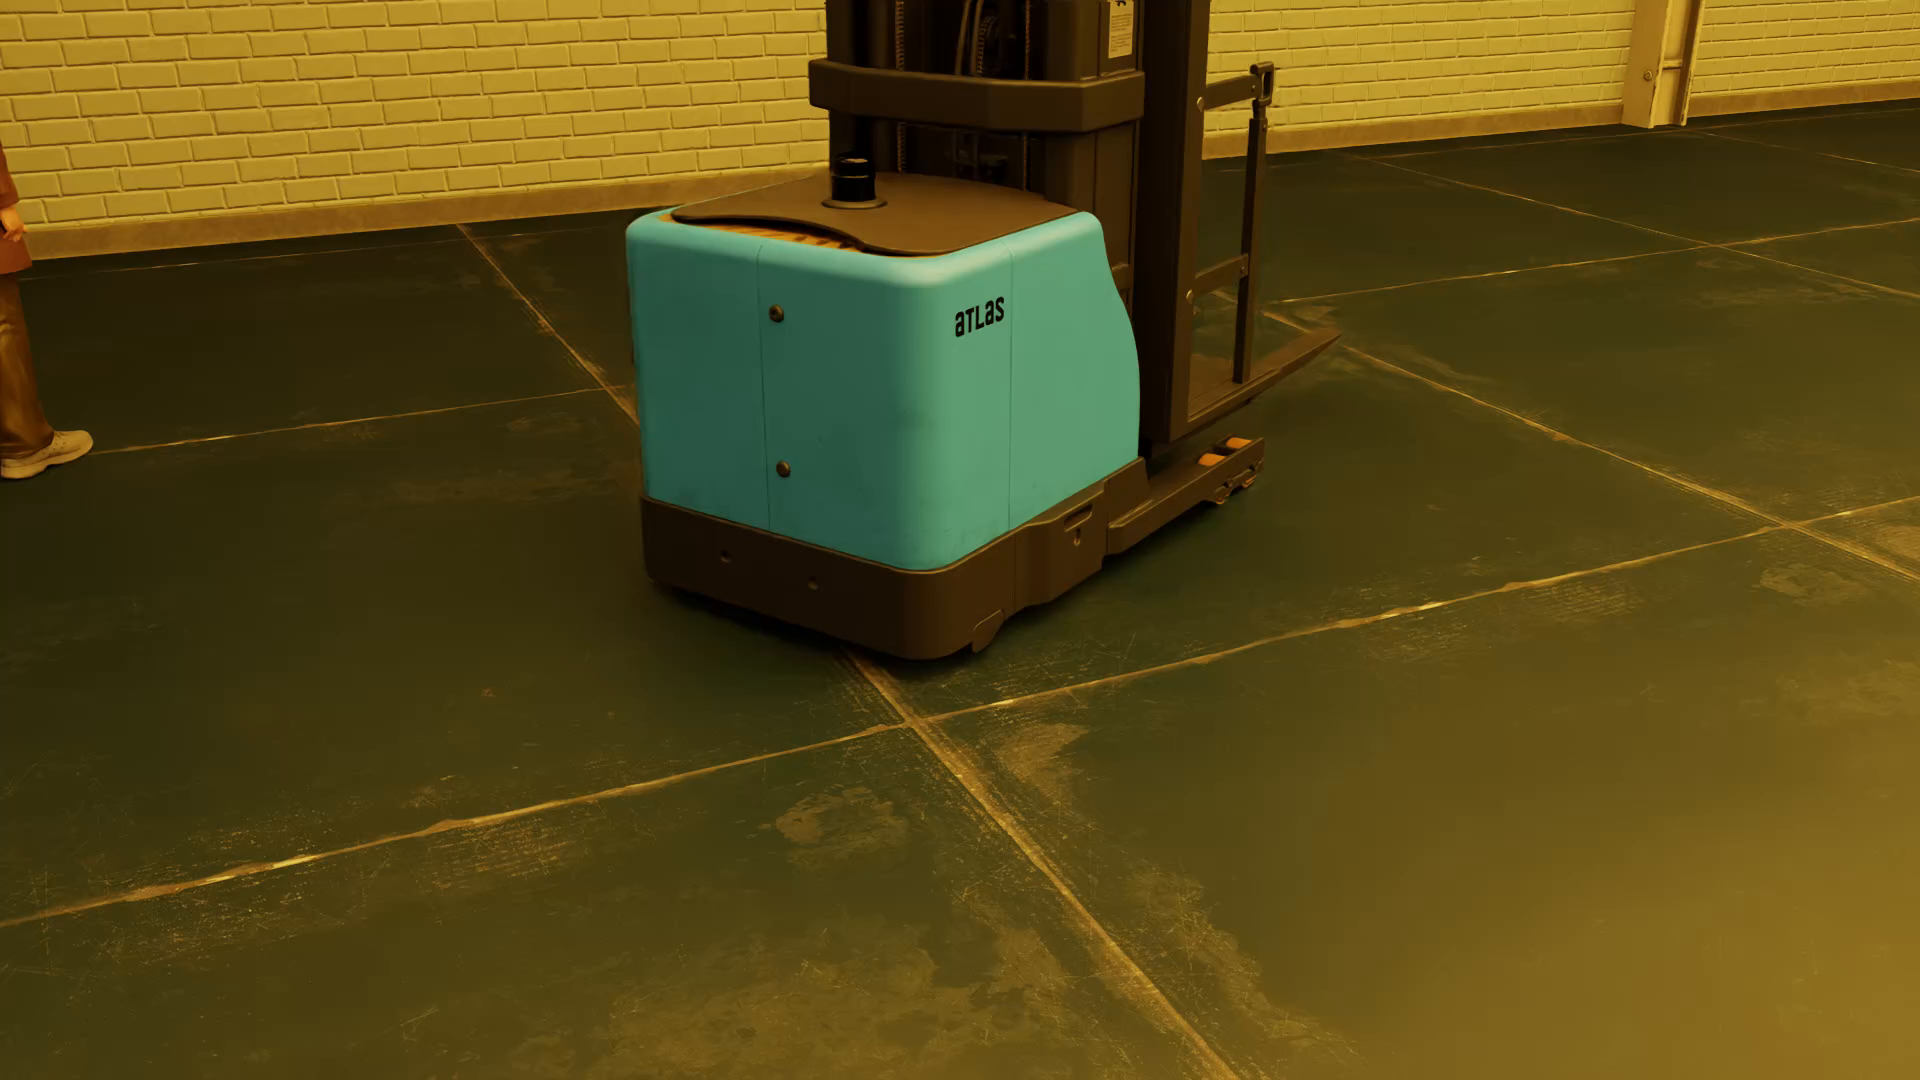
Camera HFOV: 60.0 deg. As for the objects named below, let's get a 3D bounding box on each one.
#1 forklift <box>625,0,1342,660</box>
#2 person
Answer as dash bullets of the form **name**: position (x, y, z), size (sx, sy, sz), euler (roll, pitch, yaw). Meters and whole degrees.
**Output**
- **forklift**: position (0.357, -1.560, 5.042), size (1.130, 2.935, 3.031), euler (15, 27, 32)
- **person**: position (-3.305, -1.083, 5.389), size (0.563, 1.783, 0.384), euler (1, 23, 1)
